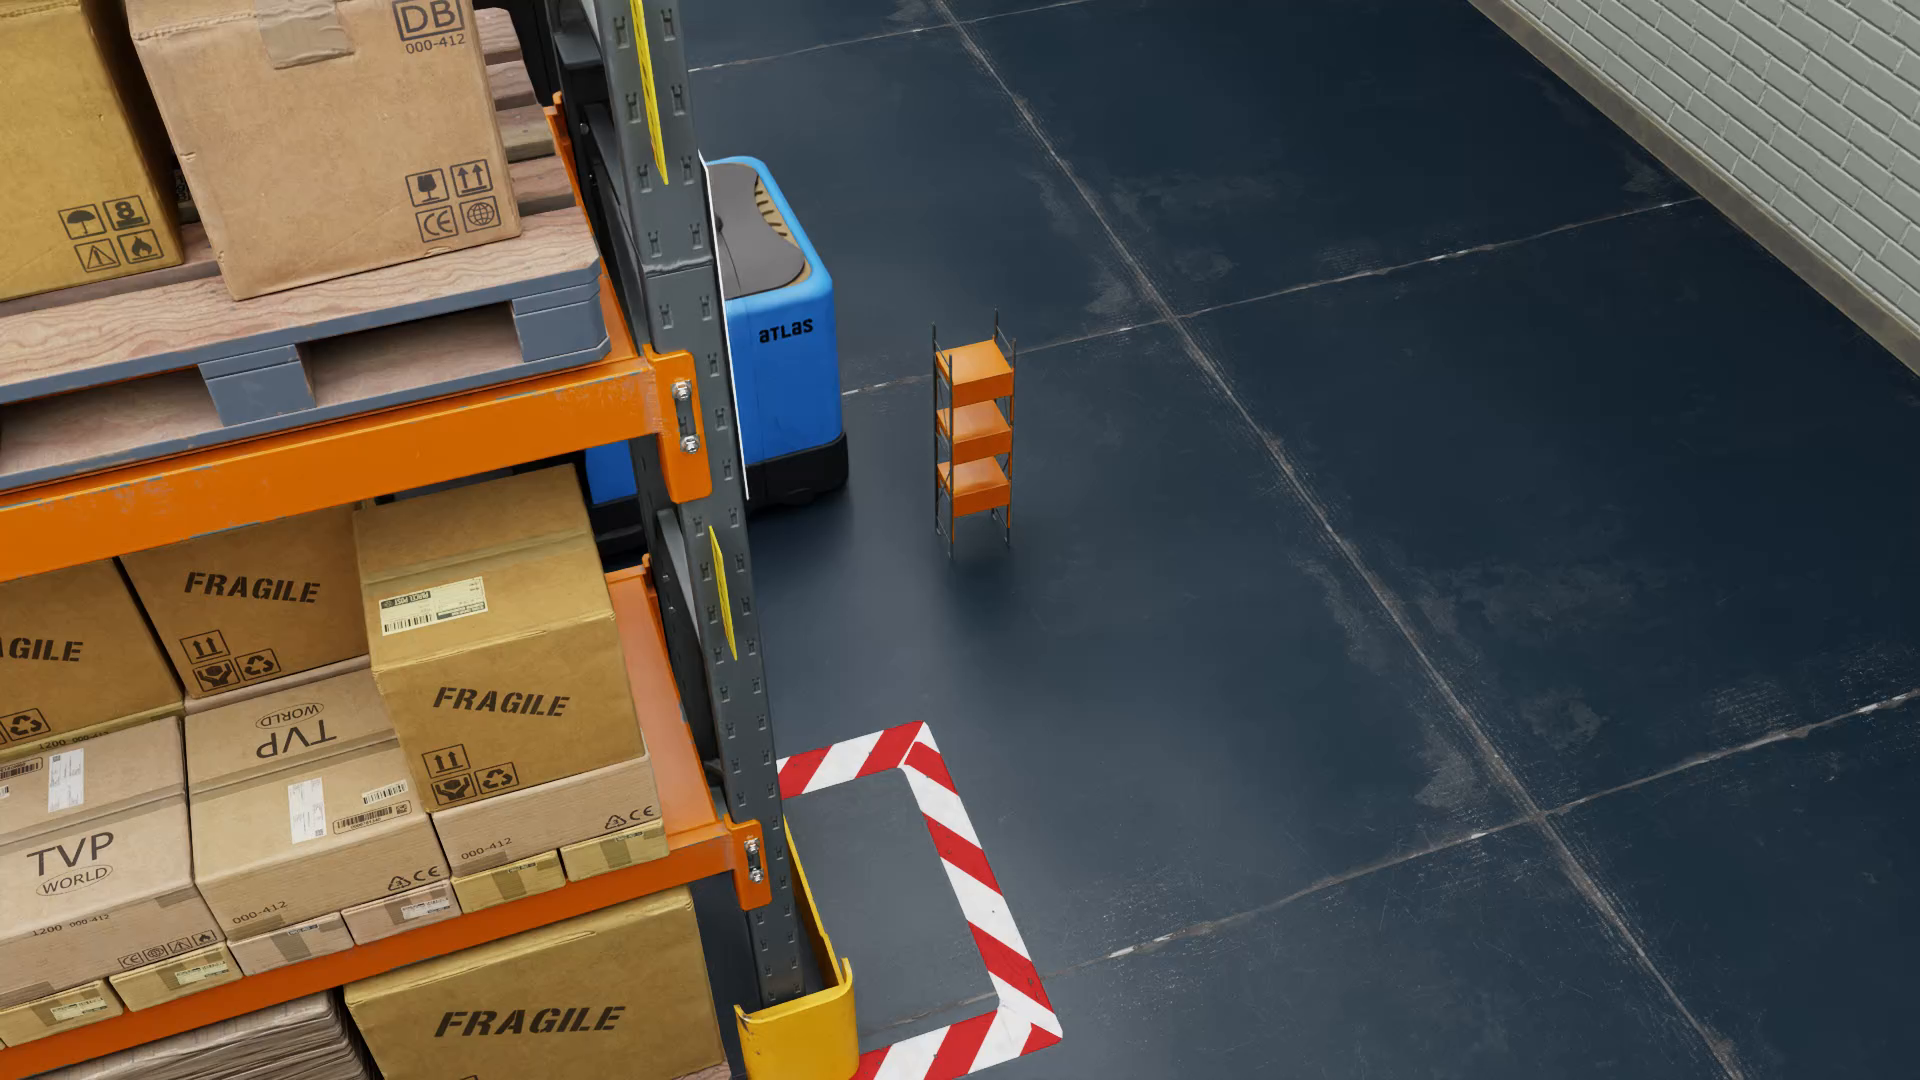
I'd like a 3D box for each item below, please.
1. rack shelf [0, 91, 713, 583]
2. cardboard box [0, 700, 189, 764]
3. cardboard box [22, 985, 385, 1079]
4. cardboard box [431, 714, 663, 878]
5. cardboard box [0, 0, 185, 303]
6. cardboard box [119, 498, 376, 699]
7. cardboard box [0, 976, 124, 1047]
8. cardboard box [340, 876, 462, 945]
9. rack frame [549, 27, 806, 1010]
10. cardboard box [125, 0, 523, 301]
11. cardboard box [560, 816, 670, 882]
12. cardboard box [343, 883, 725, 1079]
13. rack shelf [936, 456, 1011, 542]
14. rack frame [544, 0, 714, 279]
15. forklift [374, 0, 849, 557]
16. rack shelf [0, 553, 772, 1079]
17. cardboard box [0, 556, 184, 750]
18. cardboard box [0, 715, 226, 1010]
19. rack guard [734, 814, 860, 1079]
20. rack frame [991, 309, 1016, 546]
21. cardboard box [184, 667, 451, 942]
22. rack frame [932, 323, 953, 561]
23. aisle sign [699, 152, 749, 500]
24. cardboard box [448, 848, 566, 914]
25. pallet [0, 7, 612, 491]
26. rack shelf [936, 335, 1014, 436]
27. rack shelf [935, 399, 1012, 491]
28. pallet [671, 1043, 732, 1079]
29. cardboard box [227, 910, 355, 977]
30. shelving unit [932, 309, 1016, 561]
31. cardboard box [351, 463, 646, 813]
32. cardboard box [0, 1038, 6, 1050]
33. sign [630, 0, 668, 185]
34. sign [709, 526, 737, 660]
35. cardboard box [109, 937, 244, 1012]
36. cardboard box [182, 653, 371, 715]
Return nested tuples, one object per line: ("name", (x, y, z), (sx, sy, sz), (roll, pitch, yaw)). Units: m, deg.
("rack shelf", (-2.556, -0.082, 3.104), (4.000, 0.370, 1.077), (-14, 47, -14))
("cardboard box", (-2.178, 0.374, 4.156), (0.500, 0.250, 0.500), (-16, 47, -15))
("cardboard box", (-2.105, 1.270, 4.570), (0.875, 0.875, 0.875), (-14, 47, -14))
("cardboard box", (-1.040, 0.484, 4.046), (0.500, 0.250, 0.500), (-15, 47, -14))
("cardboard box", (-1.716, -0.820, 2.894), (0.500, 0.500, 0.700), (-16, 47, -15))
("cardboard box", (-1.688, -0.019, 4.017), (0.500, 0.500, 0.500), (-15, 47, -15))
("cardboard box", (-2.102, 0.945, 3.867), (0.250, 0.149, 0.380), (-14, 47, -14))
("cardboard box", (-1.379, 0.760, 4.053), (0.250, 0.149, 0.380), (-14, 47, -14))
("rack frame", (-0.674, 0.242, 4.391), (0.127, 3.000, 1.000), (-14, 47, -14))
("cardboard box", (-1.145, -0.875, 2.949), (0.500, 0.500, 0.700), (-17, 48, -16))
("cardboard box", (-0.898, 0.636, 4.176), (0.250, 0.149, 0.380), (-14, 47, -13))
("cardboard box", (-1.249, 1.051, 4.788), (0.875, 0.875, 0.875), (-14, 47, -14))
("rack shelf", (0.050, -0.180, 6.595), (0.240, 0.259, 0.215), (-14, 47, -14))
("rack frame", (-0.674, -1.875, 2.266), (0.127, 3.000, 1.000), (-14, 47, -14))
("forklift", (-2.032, -1.167, 5.844), (3.031, 2.935, 1.130), (-16, 47, -15))
("rack shelf", (-2.556, 0.977, 4.166), (4.000, 0.370, 1.077), (-14, 47, -14))
("cardboard box", (-2.173, 0.110, 3.889), (0.500, 0.500, 0.500), (-16, 47, -15))
("cardboard box", (-1.996, 0.728, 3.803), (0.500, 0.250, 0.500), (-16, 47, -15))
("rack guard", (-0.652, 1.119, 5.282), (0.348, 0.500, 1.175), (-14, 47, -14))
("rack frame", (0.165, -0.413, 6.420), (0.008, 1.050, 0.200), (-14, 47, -14))
("cardboard box", (-1.518, 0.605, 3.925), (0.500, 0.250, 0.500), (-15, 47, -15))
("rack frame", (-0.064, -0.354, 6.362), (0.008, 1.050, 0.200), (-14, 47, -14))
("aisle sign", (-0.505, -0.493, 3.288), (0.004, 0.787, 0.394), (-14, 47, -14))
("cardboard box", (-1.142, 0.700, 4.112), (0.250, 0.149, 0.380), (-14, 47, -13))
("pallet", (-1.369, -0.600, 3.175), (1.213, 0.211, 1.003), (-14, 47, -14))
("rack shelf", (0.050, -0.576, 6.197), (0.240, 0.259, 0.215), (-14, 47, -14))
("rack shelf", (0.050, -0.376, 6.398), (0.240, 0.259, 0.215), (-14, 47, -14))
("pallet", (-1.400, 1.471, 5.135), (1.213, 0.211, 1.003), (-14, 47, -14))
("cardboard box", (-1.614, 0.819, 3.993), (0.250, 0.149, 0.380), (-14, 47, -13))
("shelving unit", (0.050, -0.383, 6.391), (0.252, 1.050, 0.215), (-14, 47, -14))
("cardboard box", (-1.043, 0.218, 3.782), (0.500, 0.500, 0.500), (-14, 47, -13))
("cardboard box", (-2.335, 1.003, 3.810), (0.250, 0.149, 0.380), (-13, 47, -13))
("sign", (-0.503, -0.736, 2.679), (0.005, 0.325, 0.100), (-14, 47, -14))
("sign", (-0.503, 0.115, 3.533), (0.005, 0.325, 0.100), (-14, 47, -14))
("cardboard box", (-1.858, 0.883, 3.930), (0.250, 0.149, 0.380), (-15, 47, -15))
("cardboard box", (-1.704, 0.255, 4.274), (0.500, 0.250, 0.500), (-15, 47, -14))
